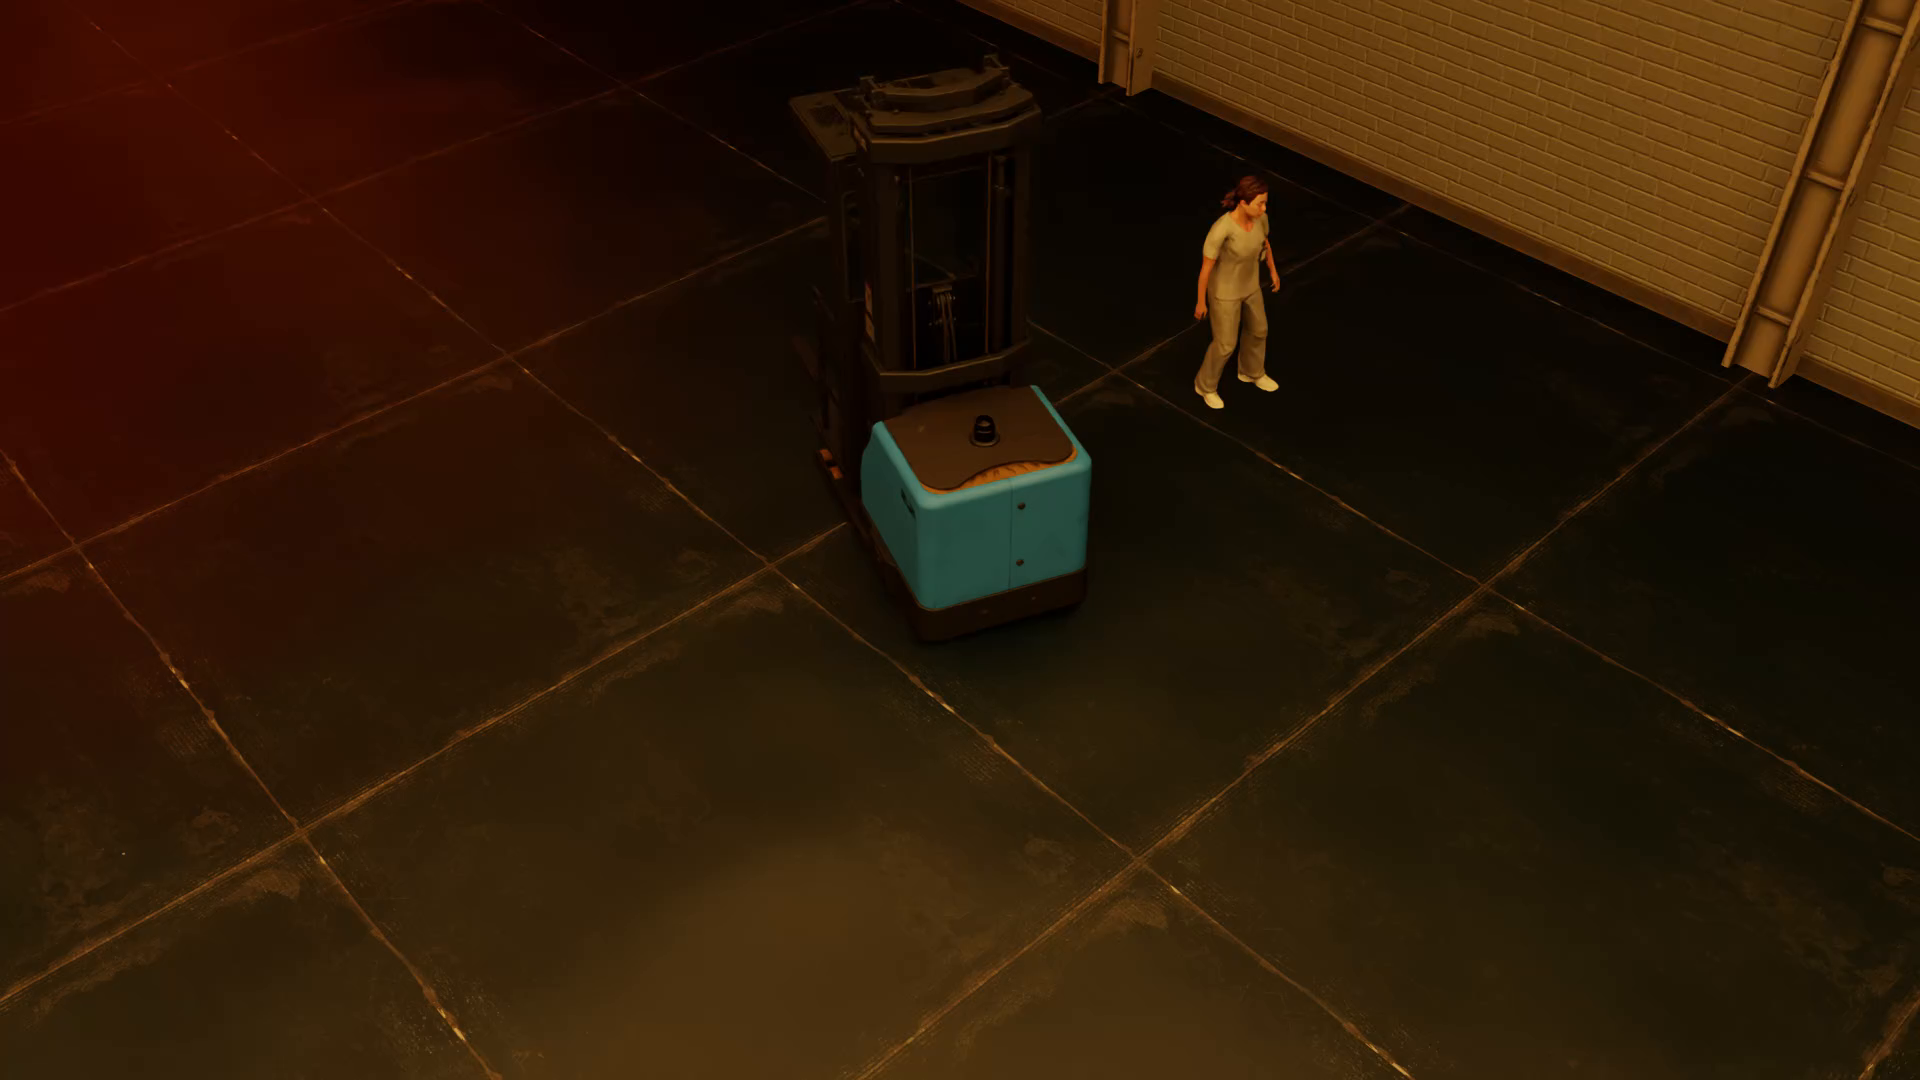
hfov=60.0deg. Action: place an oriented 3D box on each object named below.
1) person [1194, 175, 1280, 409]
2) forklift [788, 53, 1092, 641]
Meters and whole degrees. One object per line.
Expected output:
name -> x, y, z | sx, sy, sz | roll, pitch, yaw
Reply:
person -> 1.810, -1.609, 10.751 | 0.663, 1.655, 0.387 | -28, 48, -28
forklift -> -0.283, -1.507, 9.654 | 1.130, 2.935, 3.031 | -15, 43, -16
